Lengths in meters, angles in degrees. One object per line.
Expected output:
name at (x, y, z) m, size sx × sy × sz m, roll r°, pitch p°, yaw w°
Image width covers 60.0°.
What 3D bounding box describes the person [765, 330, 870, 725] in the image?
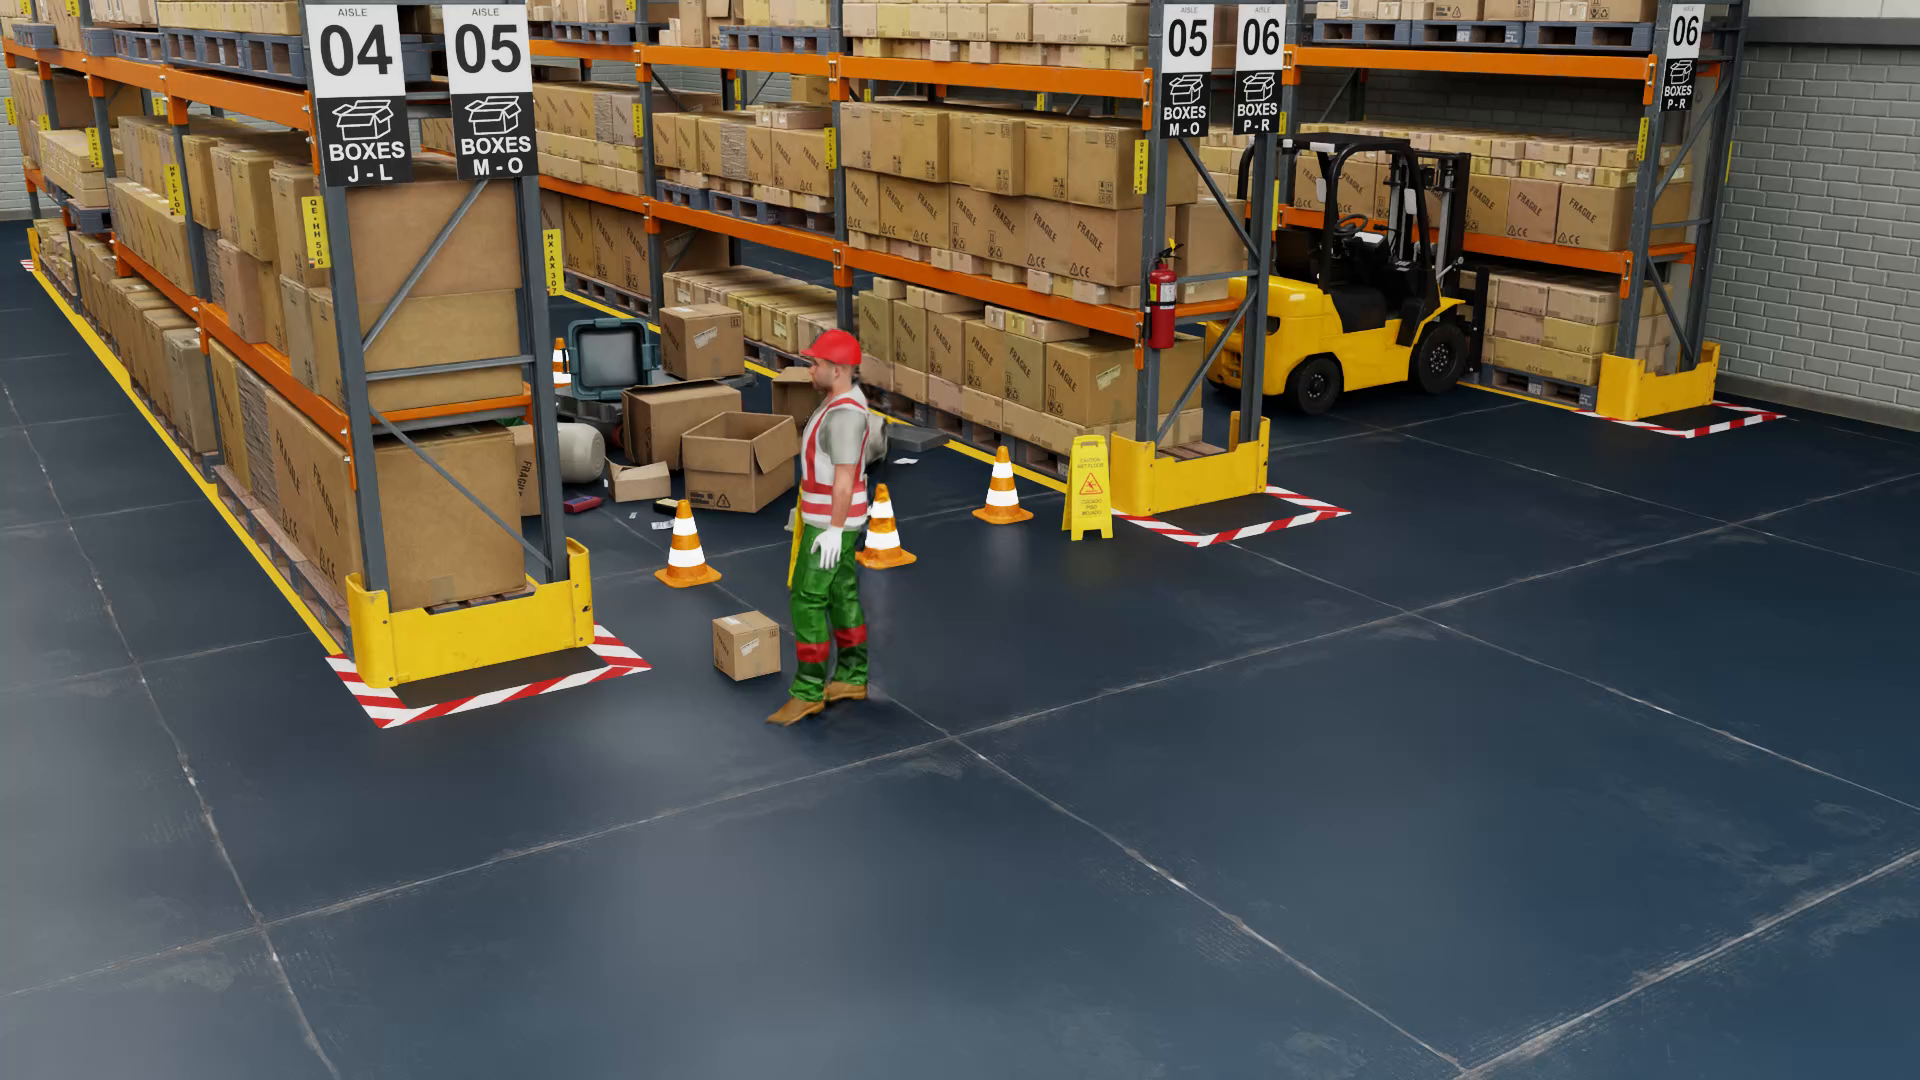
person at (-0.670, -0.069, 7.753) m, size 0.515 × 1.821 × 0.578 m, roll -1°, pitch 18°, yaw -3°
